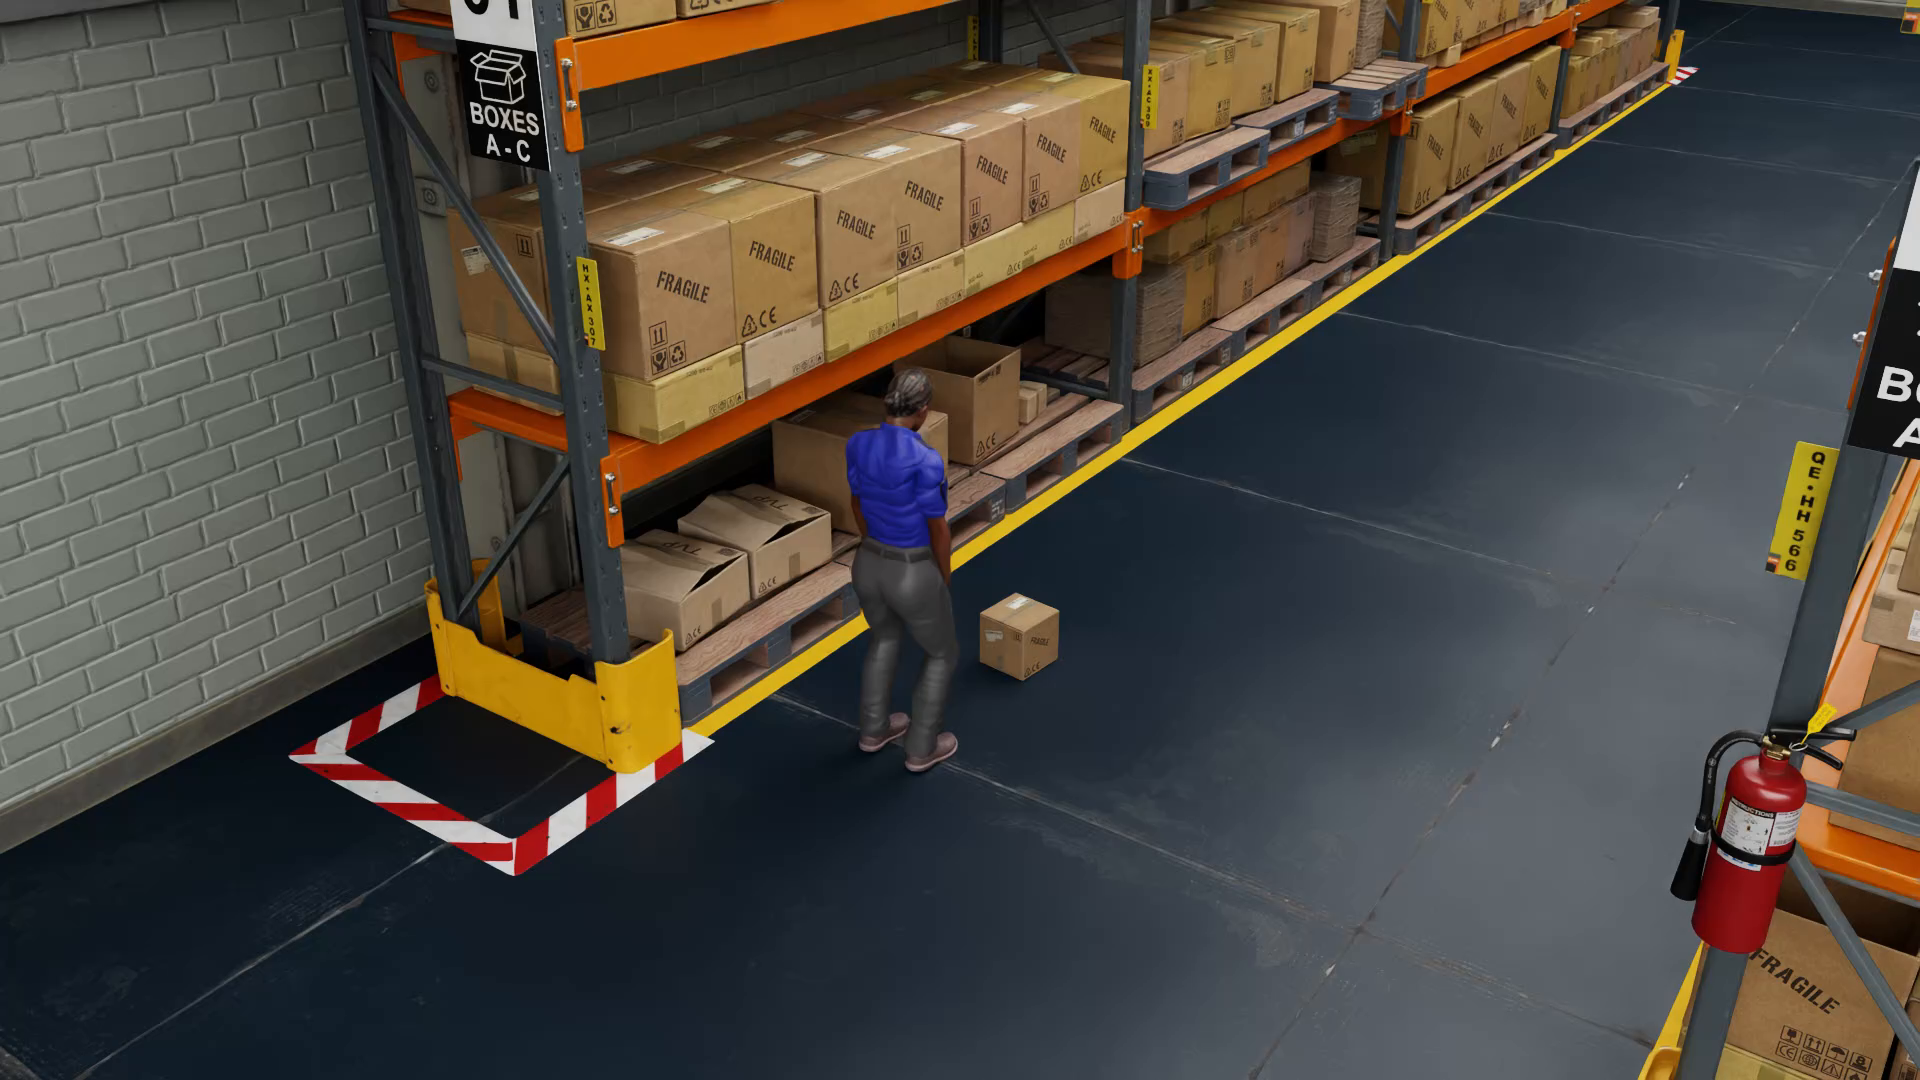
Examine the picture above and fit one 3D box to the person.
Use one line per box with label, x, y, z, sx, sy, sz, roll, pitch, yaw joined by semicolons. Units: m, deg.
person;-0.236;0.127;6.443;0.457;1.610;0.375;18;32;32
